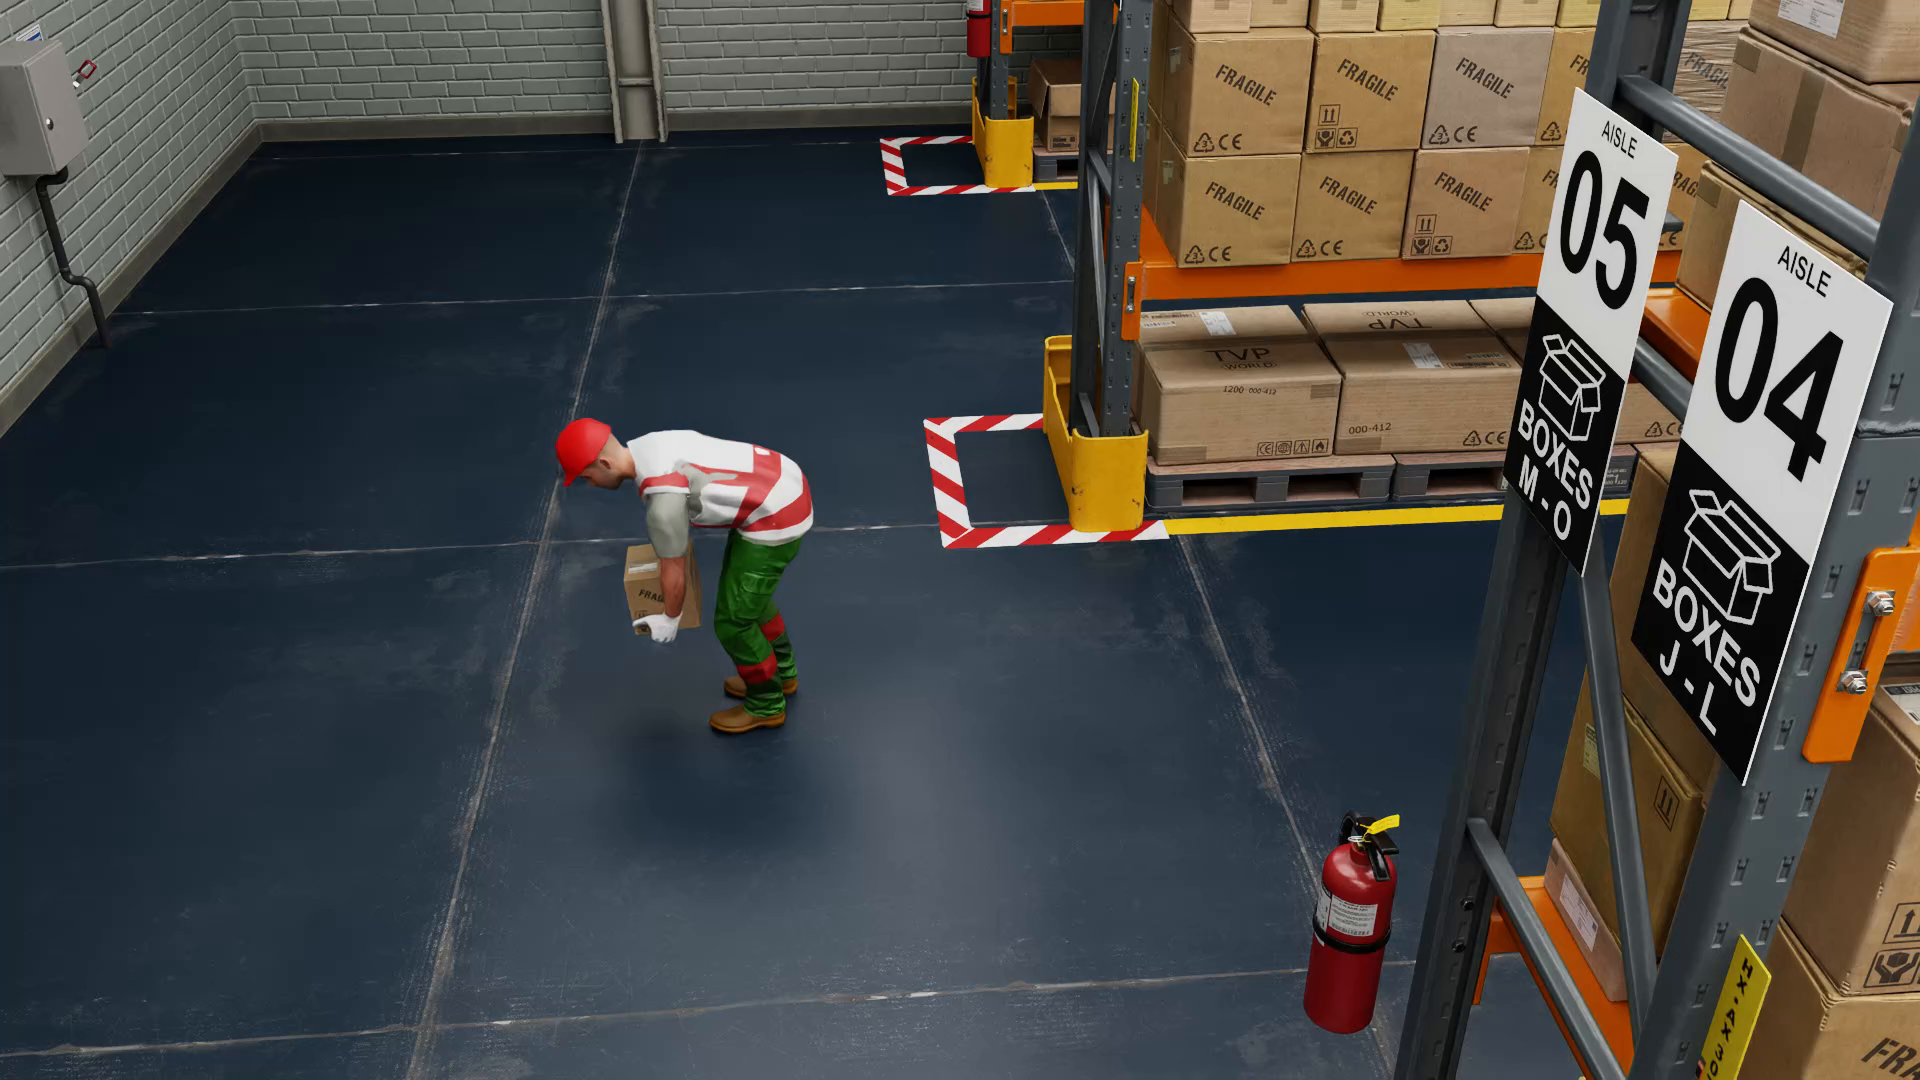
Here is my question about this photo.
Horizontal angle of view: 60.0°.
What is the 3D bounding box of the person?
[{"bbox_3d":[-1.007,0.117,6.352,0.914,1.335,0.485,-3,31,-6],"label":"person"}]
